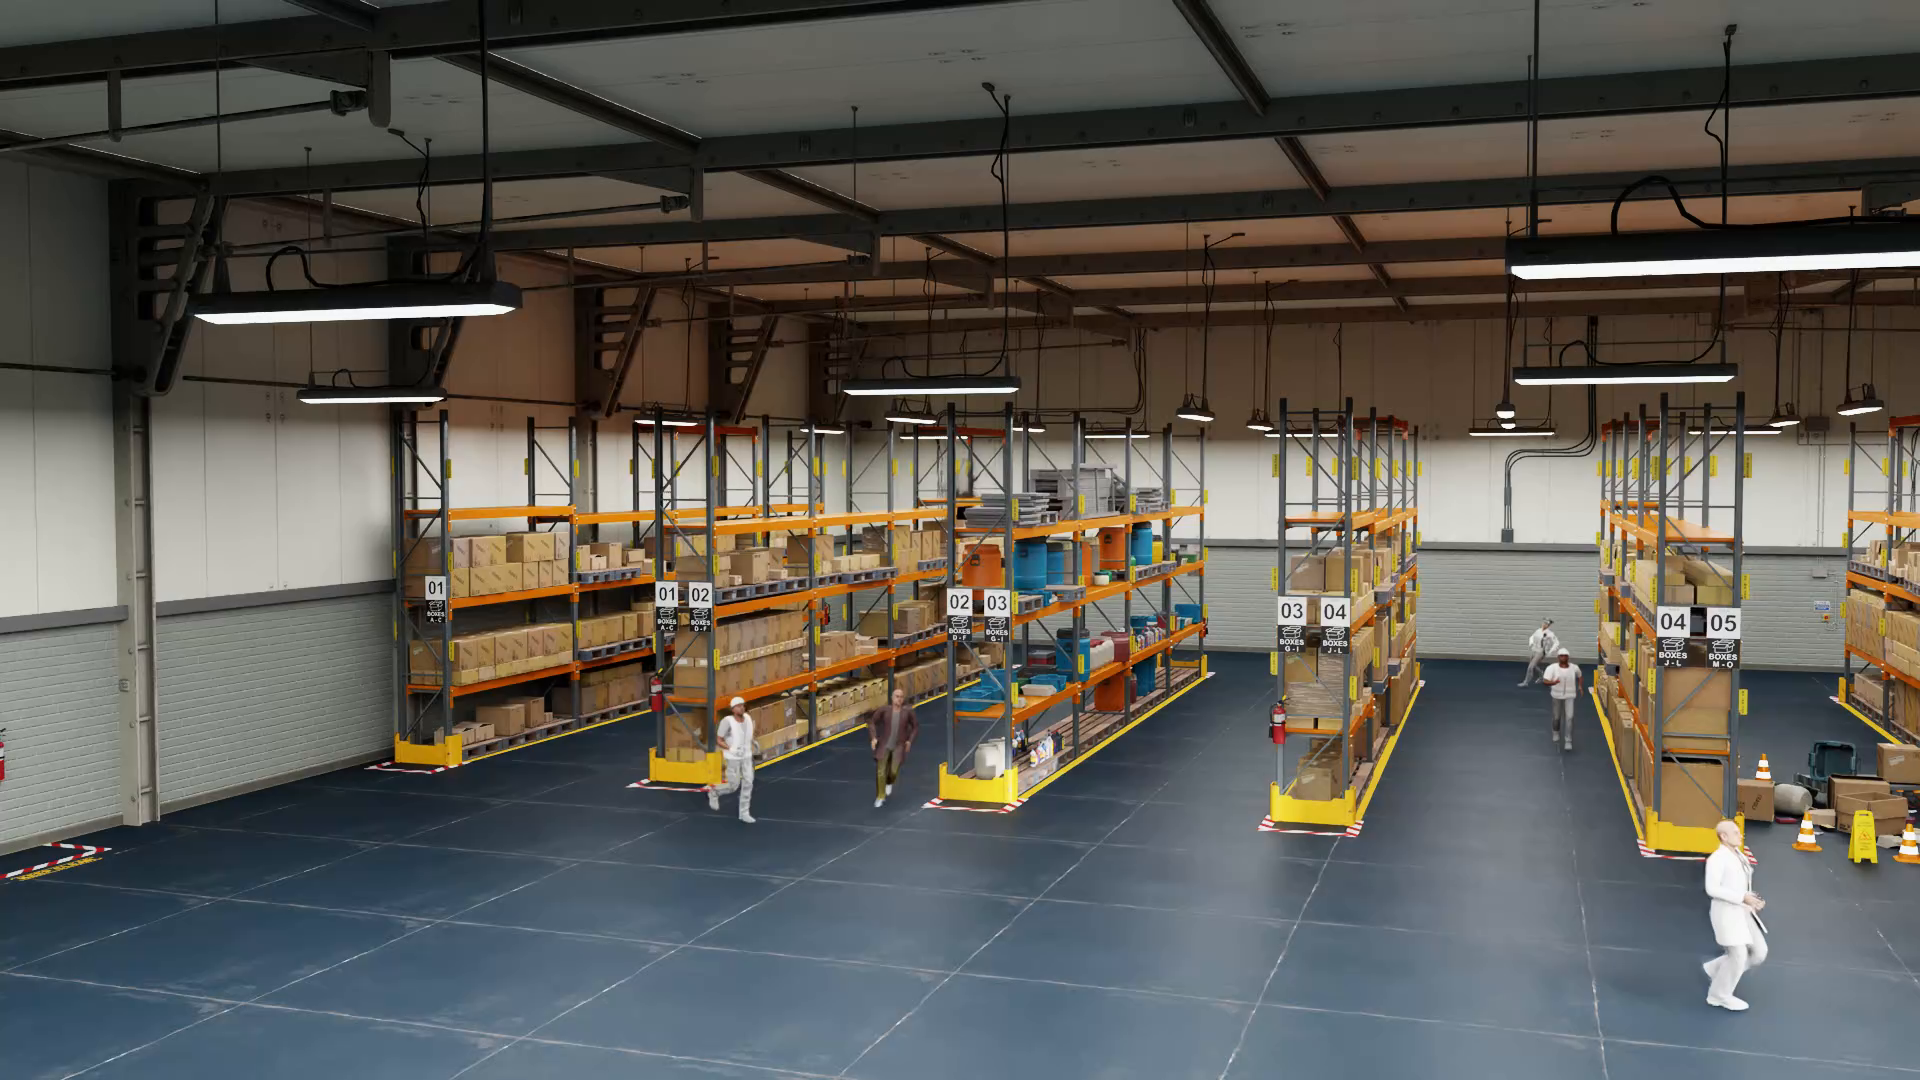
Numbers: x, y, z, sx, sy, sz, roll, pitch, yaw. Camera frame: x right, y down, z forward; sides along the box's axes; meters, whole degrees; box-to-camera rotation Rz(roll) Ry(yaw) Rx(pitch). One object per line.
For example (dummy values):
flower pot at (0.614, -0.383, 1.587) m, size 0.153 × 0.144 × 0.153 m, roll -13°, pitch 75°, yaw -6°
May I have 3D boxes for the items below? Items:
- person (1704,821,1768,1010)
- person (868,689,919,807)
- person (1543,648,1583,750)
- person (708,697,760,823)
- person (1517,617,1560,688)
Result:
person at (7.173, 3.475, 15.363) m, size 0.702 × 1.713 × 0.649 m, roll -2°, pitch 3°, yaw -41°
person at (-0.994, 3.093, 24.880) m, size 0.763 × 1.730 × 0.615 m, roll 0°, pitch 2°, yaw 2°
person at (10.793, 2.814, 29.749) m, size 0.697 × 1.760 × 0.977 m, roll 1°, pitch 3°, yaw 15°
person at (-3.200, 3.113, 23.744) m, size 0.840 × 1.773 × 0.688 m, roll 2°, pitch 3°, yaw 44°
person at (13.165, 2.564, 37.873) m, size 0.824 × 1.615 × 0.681 m, roll -1°, pitch 3°, yaw -19°
